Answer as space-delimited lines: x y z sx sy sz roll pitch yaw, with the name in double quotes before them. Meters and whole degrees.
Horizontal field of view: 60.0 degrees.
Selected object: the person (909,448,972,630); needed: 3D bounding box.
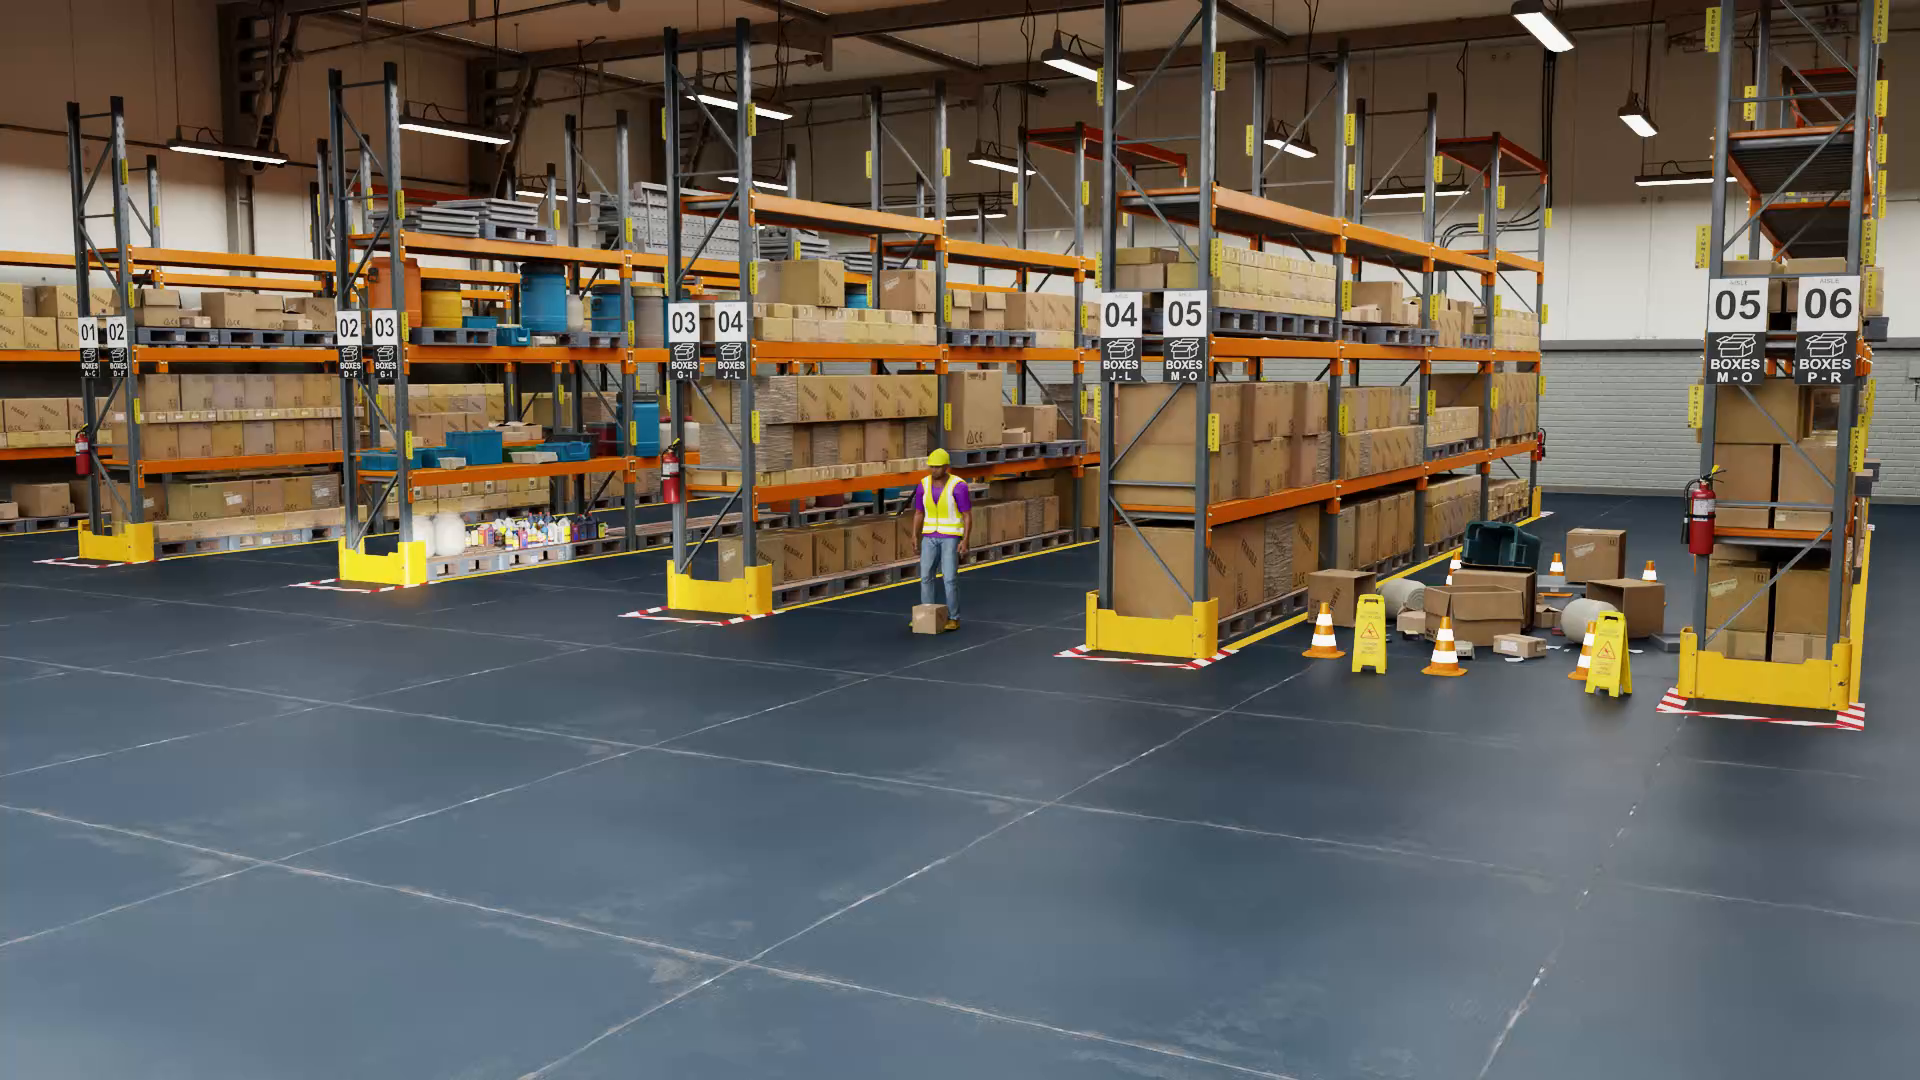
"person" -0.192 -0.011 16.160 0.631 1.760 0.463 3 7 28
